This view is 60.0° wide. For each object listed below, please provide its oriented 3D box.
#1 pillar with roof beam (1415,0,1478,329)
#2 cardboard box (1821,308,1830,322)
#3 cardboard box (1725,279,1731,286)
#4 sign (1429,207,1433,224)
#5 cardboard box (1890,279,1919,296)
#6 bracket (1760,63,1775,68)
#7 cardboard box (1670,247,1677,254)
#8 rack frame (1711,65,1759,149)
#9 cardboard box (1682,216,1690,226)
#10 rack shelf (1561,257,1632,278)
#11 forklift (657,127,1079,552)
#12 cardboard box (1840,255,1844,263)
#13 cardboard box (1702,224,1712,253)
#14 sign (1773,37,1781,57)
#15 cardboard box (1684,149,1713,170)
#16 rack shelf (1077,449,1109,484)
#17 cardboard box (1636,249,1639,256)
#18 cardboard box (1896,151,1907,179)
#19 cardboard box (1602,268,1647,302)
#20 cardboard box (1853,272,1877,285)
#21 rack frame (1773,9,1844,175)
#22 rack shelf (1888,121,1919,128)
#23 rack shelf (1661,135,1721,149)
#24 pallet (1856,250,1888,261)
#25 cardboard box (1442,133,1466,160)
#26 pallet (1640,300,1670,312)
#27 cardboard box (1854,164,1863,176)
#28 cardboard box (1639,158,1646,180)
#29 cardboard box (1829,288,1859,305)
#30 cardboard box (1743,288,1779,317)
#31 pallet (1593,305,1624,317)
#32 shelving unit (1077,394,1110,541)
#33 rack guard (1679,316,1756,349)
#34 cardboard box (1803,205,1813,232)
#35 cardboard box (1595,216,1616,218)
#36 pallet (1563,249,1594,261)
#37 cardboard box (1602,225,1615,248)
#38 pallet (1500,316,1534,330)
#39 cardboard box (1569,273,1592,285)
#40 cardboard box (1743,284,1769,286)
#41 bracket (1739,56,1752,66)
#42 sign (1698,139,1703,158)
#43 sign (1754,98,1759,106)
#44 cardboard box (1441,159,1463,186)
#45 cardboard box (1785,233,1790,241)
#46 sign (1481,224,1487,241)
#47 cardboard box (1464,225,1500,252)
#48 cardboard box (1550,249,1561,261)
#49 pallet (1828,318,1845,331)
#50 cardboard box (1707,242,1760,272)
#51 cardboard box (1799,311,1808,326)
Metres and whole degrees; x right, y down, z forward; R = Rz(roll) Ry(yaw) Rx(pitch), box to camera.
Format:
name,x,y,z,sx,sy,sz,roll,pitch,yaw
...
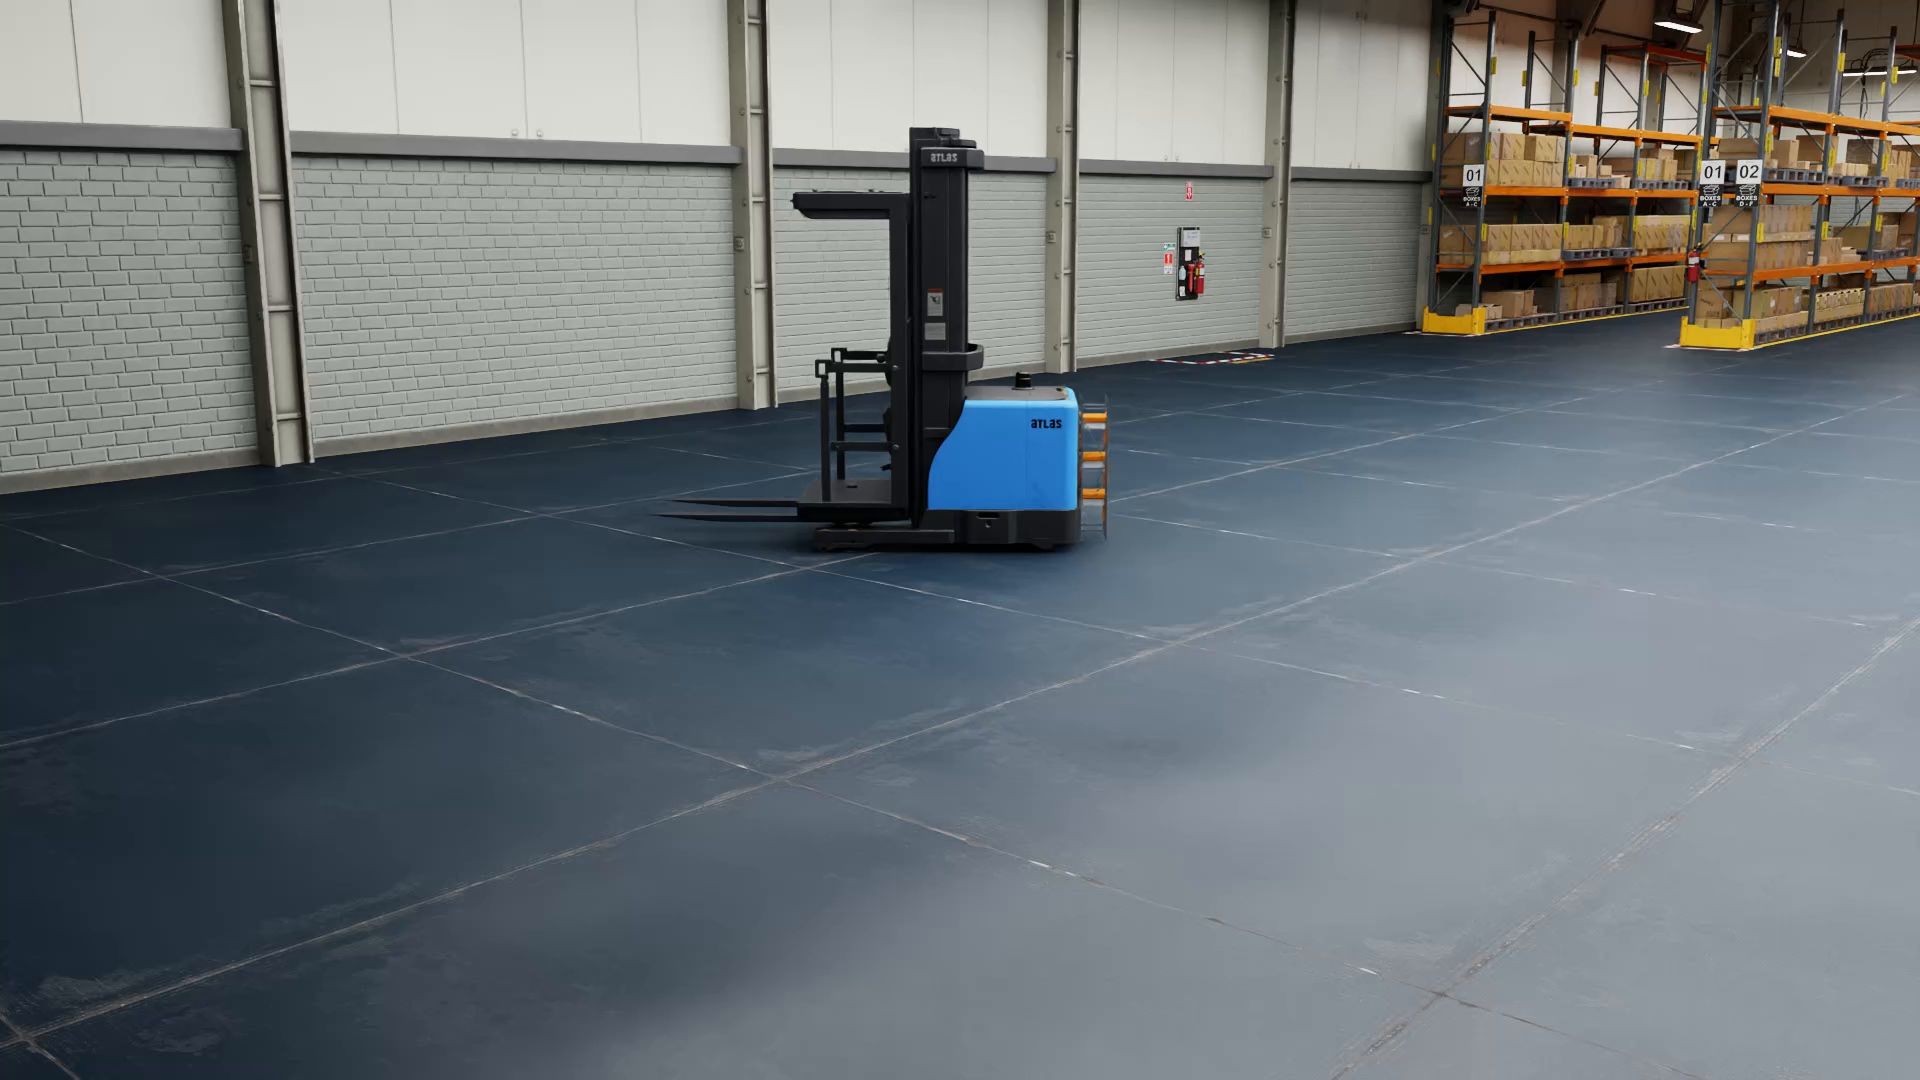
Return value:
name,x,y,z,sx,sy,sz,roll,pitch,yaw
pillar with roof beam,12.646,-8.124,29.909,9.100,9.000,0.548,10,15,40
cardboard box,16.755,-4.432,32.691,0.500,0.250,0.500,10,15,42
cardboard box,19.775,-6.742,43.617,0.700,0.500,0.500,10,15,40
sign,9.196,-6.321,32.437,0.100,0.325,0.005,10,15,40
cardboard box,22.481,-5.918,39.432,0.797,0.503,0.637,10,15,40
bracket,23.009,-13.371,46.989,0.076,0.066,3.189,10,15,40
cardboard box,17.027,-6.970,40.042,0.380,0.149,0.250,10,15,40
rack frame,20.162,-10.819,43.406,1.000,3.000,0.127,10,15,40
cardboard box,17.405,-7.760,40.423,0.500,0.250,0.500,10,15,42
rack shelf,13.561,-6.054,36.698,1.077,0.370,4.000,10,15,40
forklift,-0.661,-1.453,12.004,3.031,2.935,1.130,0,11,2
cardboard box,17.805,-5.743,33.945,0.250,0.149,0.380,-11,16,-43
cardboard box,18.377,-7.621,41.941,0.980,0.700,0.700,9,15,39
sign,13.736,-8.289,27.945,0.100,0.325,0.005,10,15,40
cardboard box,18.202,-9.378,40.987,0.500,0.500,0.500,10,15,40
rack shelf,0.975,-0.521,12.192,0.215,0.259,0.240,0,11,1
cardboard box,15.445,-6.642,38.396,0.380,0.149,0.250,10,15,41
cardboard box,20.433,-8.258,36.658,0.600,0.600,0.600,10,15,40
cardboard box,15.465,-5.944,38.727,0.750,0.750,0.750,10,15,40
cardboard box,20.082,-5.820,37.036,0.500,0.250,0.500,10,15,40
rack frame,15.964,-8.414,31.363,1.000,3.000,0.127,10,15,40
rack shelf,22.565,-9.531,38.800,1.077,0.370,4.000,10,15,40
rack shelf,18.841,-9.976,42.042,1.077,0.370,4.000,10,15,40
pallet,18.999,-6.075,35.460,1.213,0.211,1.003,10,15,40
cardboard box,9.688,-7.641,32.291,0.500,0.500,0.500,11,15,43
pallet,16.263,-5.618,39.800,1.003,0.211,1.213,10,15,40
cardboard box,18.015,-7.510,33.808,0.500,0.250,0.500,10,15,42
cardboard box,15.468,-8.600,38.573,0.700,0.500,0.500,9,14,37
cardboard box,18.105,-5.007,34.138,0.500,0.311,0.500,9,15,39
cardboard box,14.494,-4.308,30.156,0.500,0.500,0.500,10,15,40
pallet,14.364,-5.218,37.799,1.003,0.211,1.213,10,15,40
shelving unit,0.975,-0.531,12.190,0.215,1.050,0.252,0,11,1
rack guard,13.308,-3.654,29.231,1.175,0.500,0.348,10,15,40
cardboard box,15.676,-6.091,31.482,0.700,0.500,0.500,10,15,41
cardboard box,14.985,-7.373,38.488,0.500,0.250,0.500,10,15,42
pallet,12.854,-6.112,35.642,1.003,0.211,1.213,10,15,40
cardboard box,14.229,-6.809,37.266,0.700,0.500,0.500,8,14,35
pallet,11.018,-4.461,34.007,1.003,0.211,1.213,10,15,40
cardboard box,13.686,-5.793,36.903,0.500,0.250,0.500,10,15,40
cardboard box,15.098,-4.595,31.593,0.500,0.500,0.500,10,15,40
bracket,21.287,-12.987,45.067,0.235,0.232,0.430,10,15,40
sign,12.925,-6.822,28.992,0.100,0.325,0.005,10,15,40
sign,20.560,-11.244,42.945,0.100,0.325,0.005,10,15,40
cardboard box,9.685,-7.147,32.373,0.500,0.500,0.500,-11,16,-43
cardboard box,14.933,-5.545,30.406,0.380,0.149,0.250,10,15,42
sign,10.008,-5.878,31.772,0.100,0.325,0.005,10,15,40
cardboard box,10.141,-5.859,32.304,0.500,0.500,0.500,10,15,40
cardboard box,12.155,-5.939,34.622,0.500,0.250,0.500,10,15,40
pallet,17.226,-4.398,33.694,1.003,0.211,1.213,10,15,40
cardboard box,13.641,-5.000,29.330,0.700,0.500,0.500,10,15,40
cardboard box,15.822,-4.233,31.695,0.500,0.250,0.500,10,15,40
